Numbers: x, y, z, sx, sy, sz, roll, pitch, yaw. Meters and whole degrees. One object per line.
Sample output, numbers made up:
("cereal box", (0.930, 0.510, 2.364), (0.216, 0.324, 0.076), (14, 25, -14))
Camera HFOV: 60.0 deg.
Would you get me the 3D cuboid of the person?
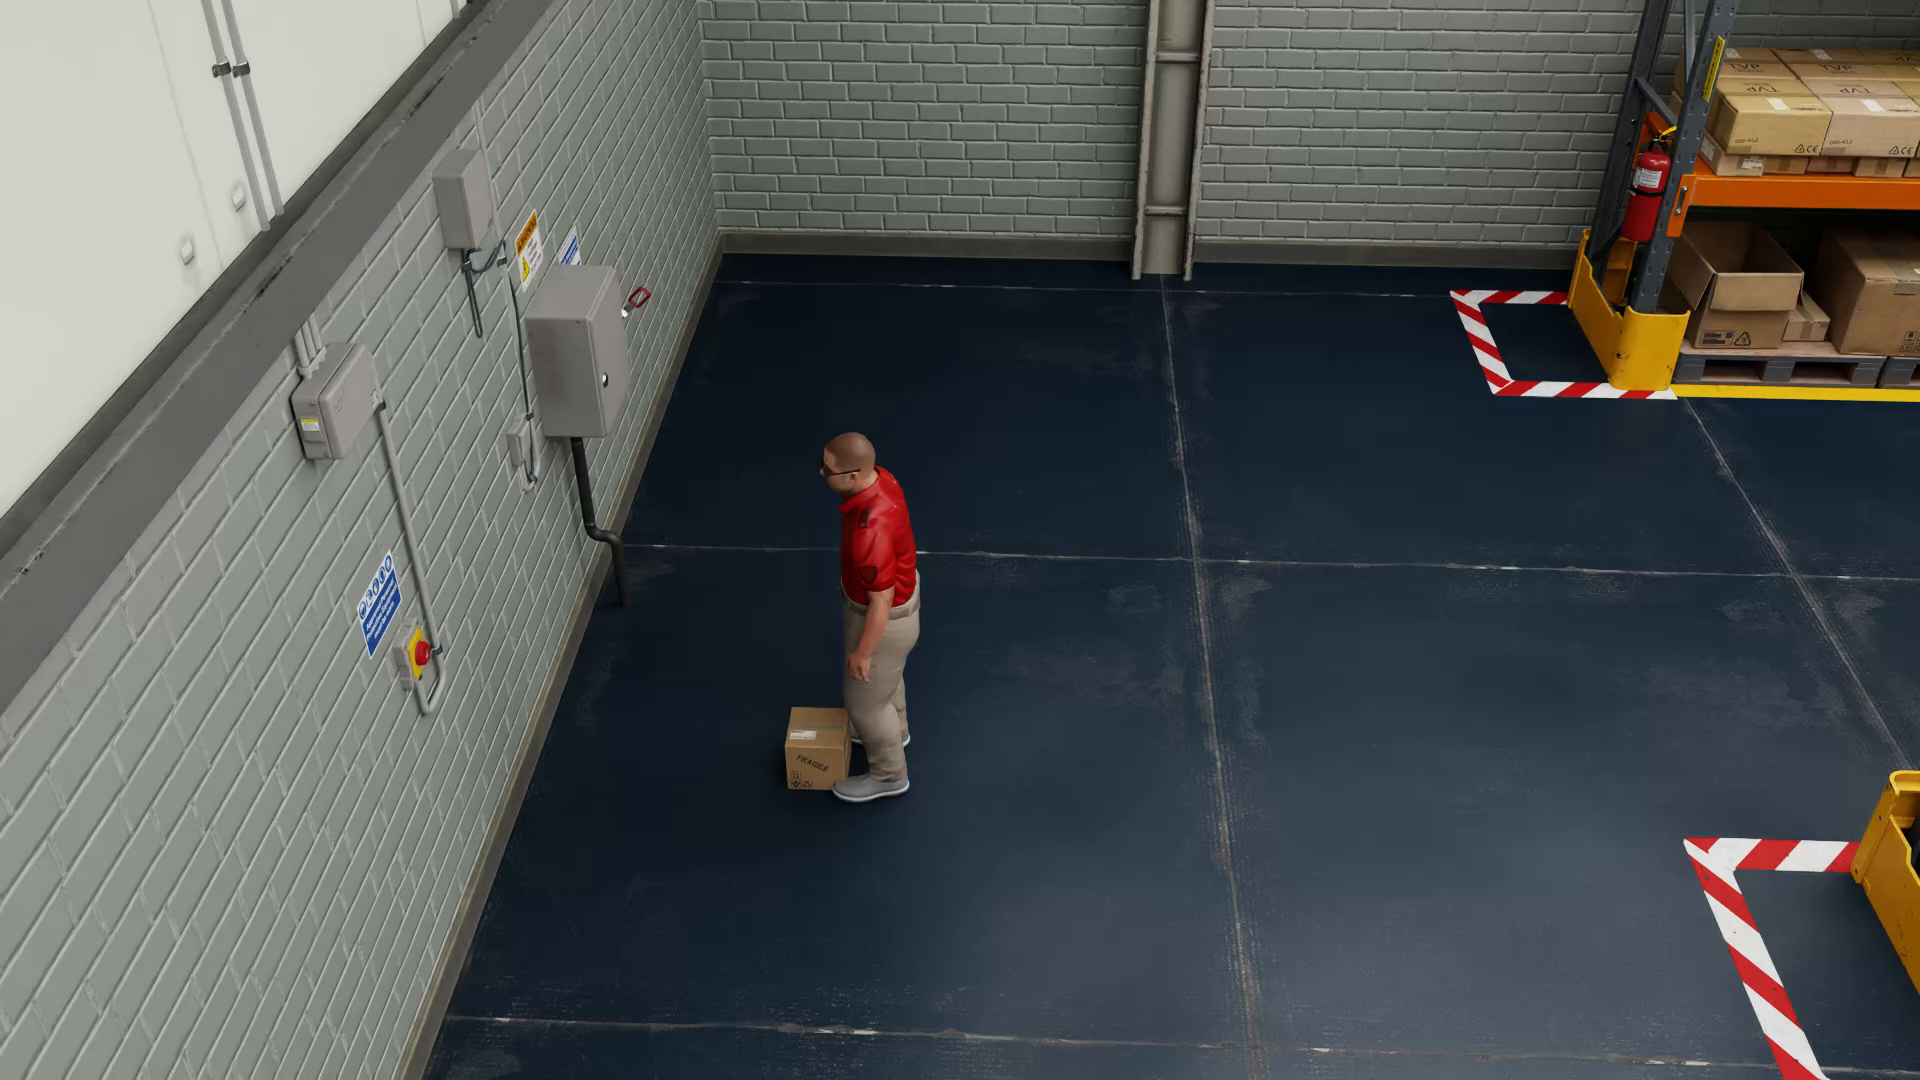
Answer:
("person", (-0.353, 0.336, 6.734), (0.384, 1.637, 0.603), (0, 35, 0))
